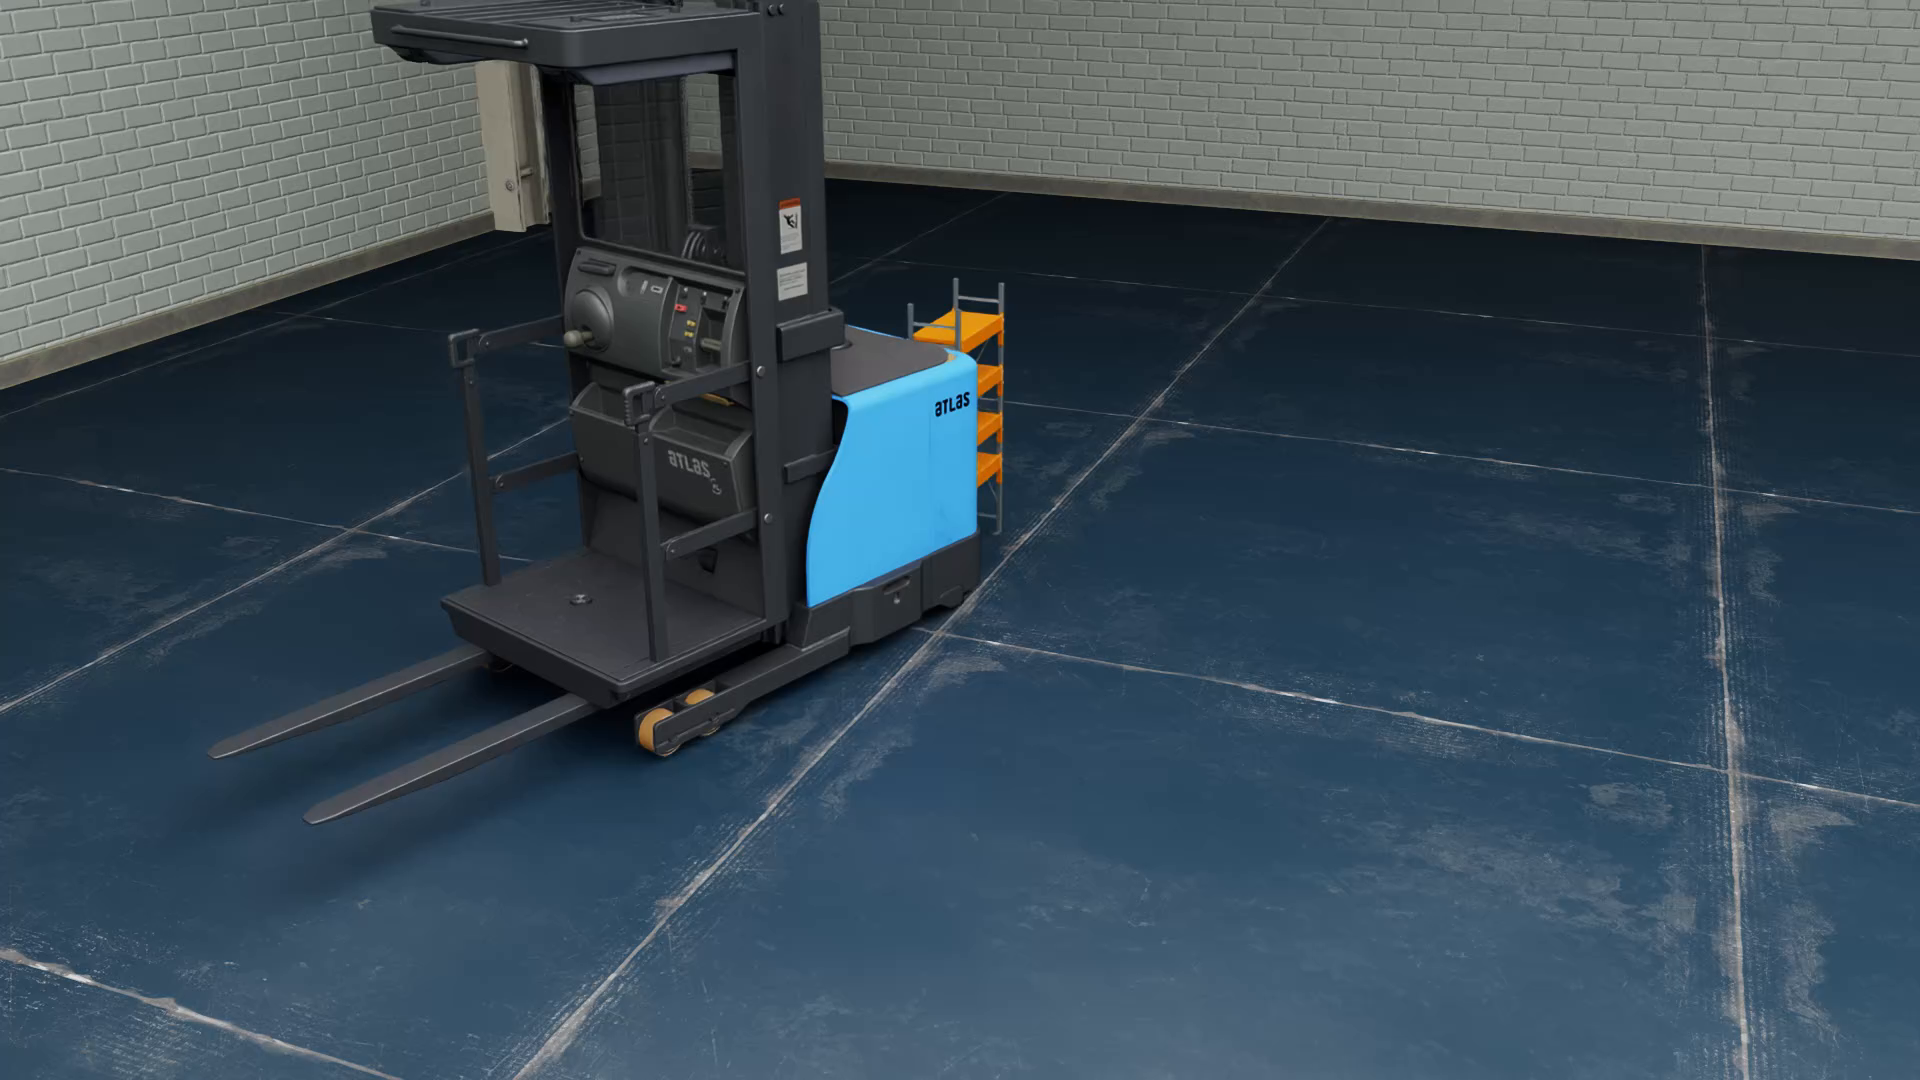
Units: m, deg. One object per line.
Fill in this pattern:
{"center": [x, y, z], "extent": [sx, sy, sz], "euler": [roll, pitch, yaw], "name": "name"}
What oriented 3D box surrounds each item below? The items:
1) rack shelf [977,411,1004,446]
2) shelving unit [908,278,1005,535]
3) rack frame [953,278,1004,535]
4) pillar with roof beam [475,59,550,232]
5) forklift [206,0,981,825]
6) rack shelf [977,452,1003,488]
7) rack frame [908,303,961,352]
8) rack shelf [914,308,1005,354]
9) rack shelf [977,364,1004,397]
{"center": [-0.013, -0.451, 7.447], "extent": [0.258, 0.148, 0.480], "euler": [9, 24, 21], "name": "rack shelf"}
{"center": [-0.013, -0.513, 7.422], "extent": [0.258, 1.200, 0.503], "euler": [9, 24, 21], "name": "shelving unit"}
{"center": [0.083, -0.600, 7.629], "extent": [0.240, 1.200, 0.015], "euler": [9, 24, 21], "name": "rack frame"}
{"center": [0.267, -6.205, 10.931], "extent": [9.100, 9.000, 0.400], "euler": [9, 24, 20], "name": "pillar with roof beam"}
{"center": [-1.253, -0.803, 5.871], "extent": [1.130, 2.935, 3.031], "euler": [18, 29, 37], "name": "forklift"}
{"center": [-0.013, -0.268, 7.524], "extent": [0.258, 0.148, 0.480], "euler": [9, 24, 21], "name": "rack shelf"}
{"center": [-0.108, -0.426, 7.214], "extent": [0.240, 1.200, 0.015], "euler": [9, 24, 21], "name": "rack frame"}
{"center": [-0.013, -0.876, 7.270], "extent": [0.258, 0.148, 0.480], "euler": [9, 24, 21], "name": "rack shelf"}
{"center": [-0.013, -0.657, 7.361], "extent": [0.258, 0.148, 0.480], "euler": [9, 24, 21], "name": "rack shelf"}
